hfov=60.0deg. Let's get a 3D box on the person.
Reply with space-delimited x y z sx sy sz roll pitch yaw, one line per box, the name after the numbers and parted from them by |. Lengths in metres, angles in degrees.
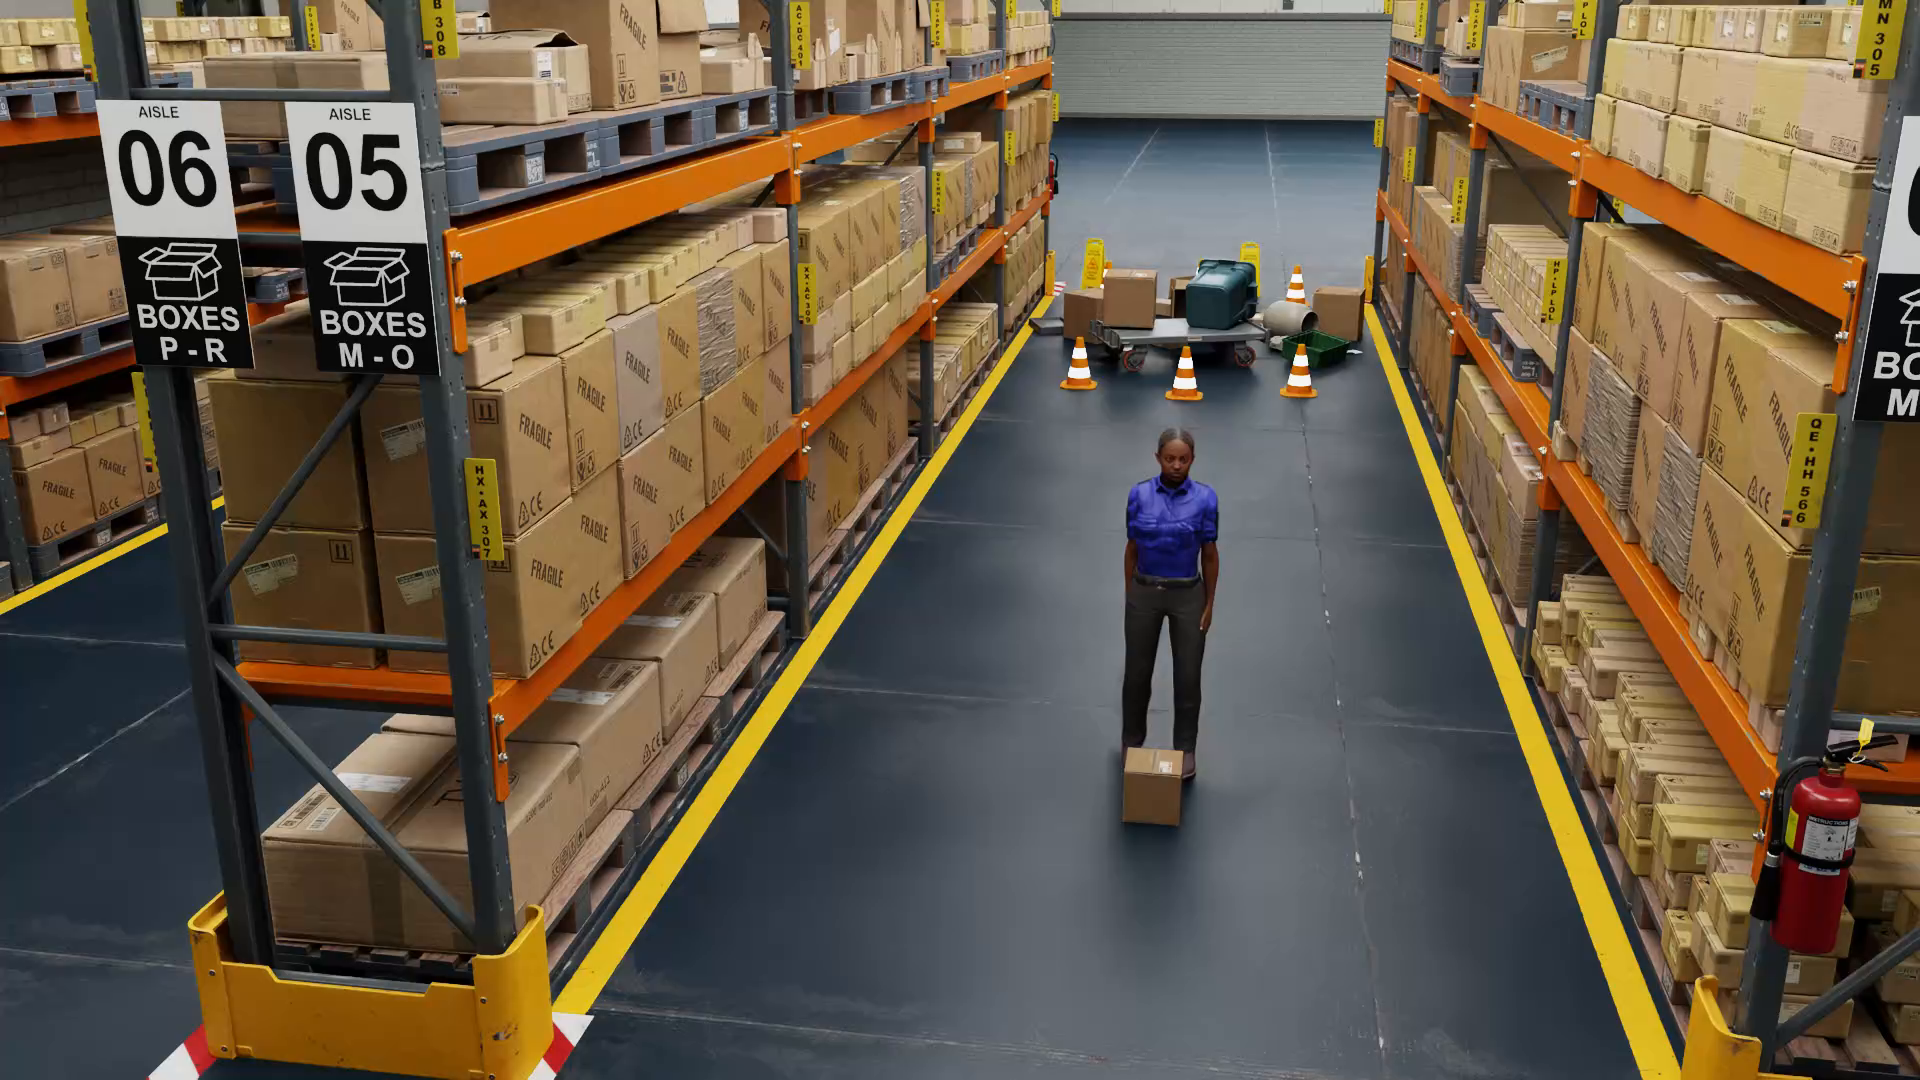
0.966 0.298 7.683 0.436 1.675 0.322 3 18 10 | person
